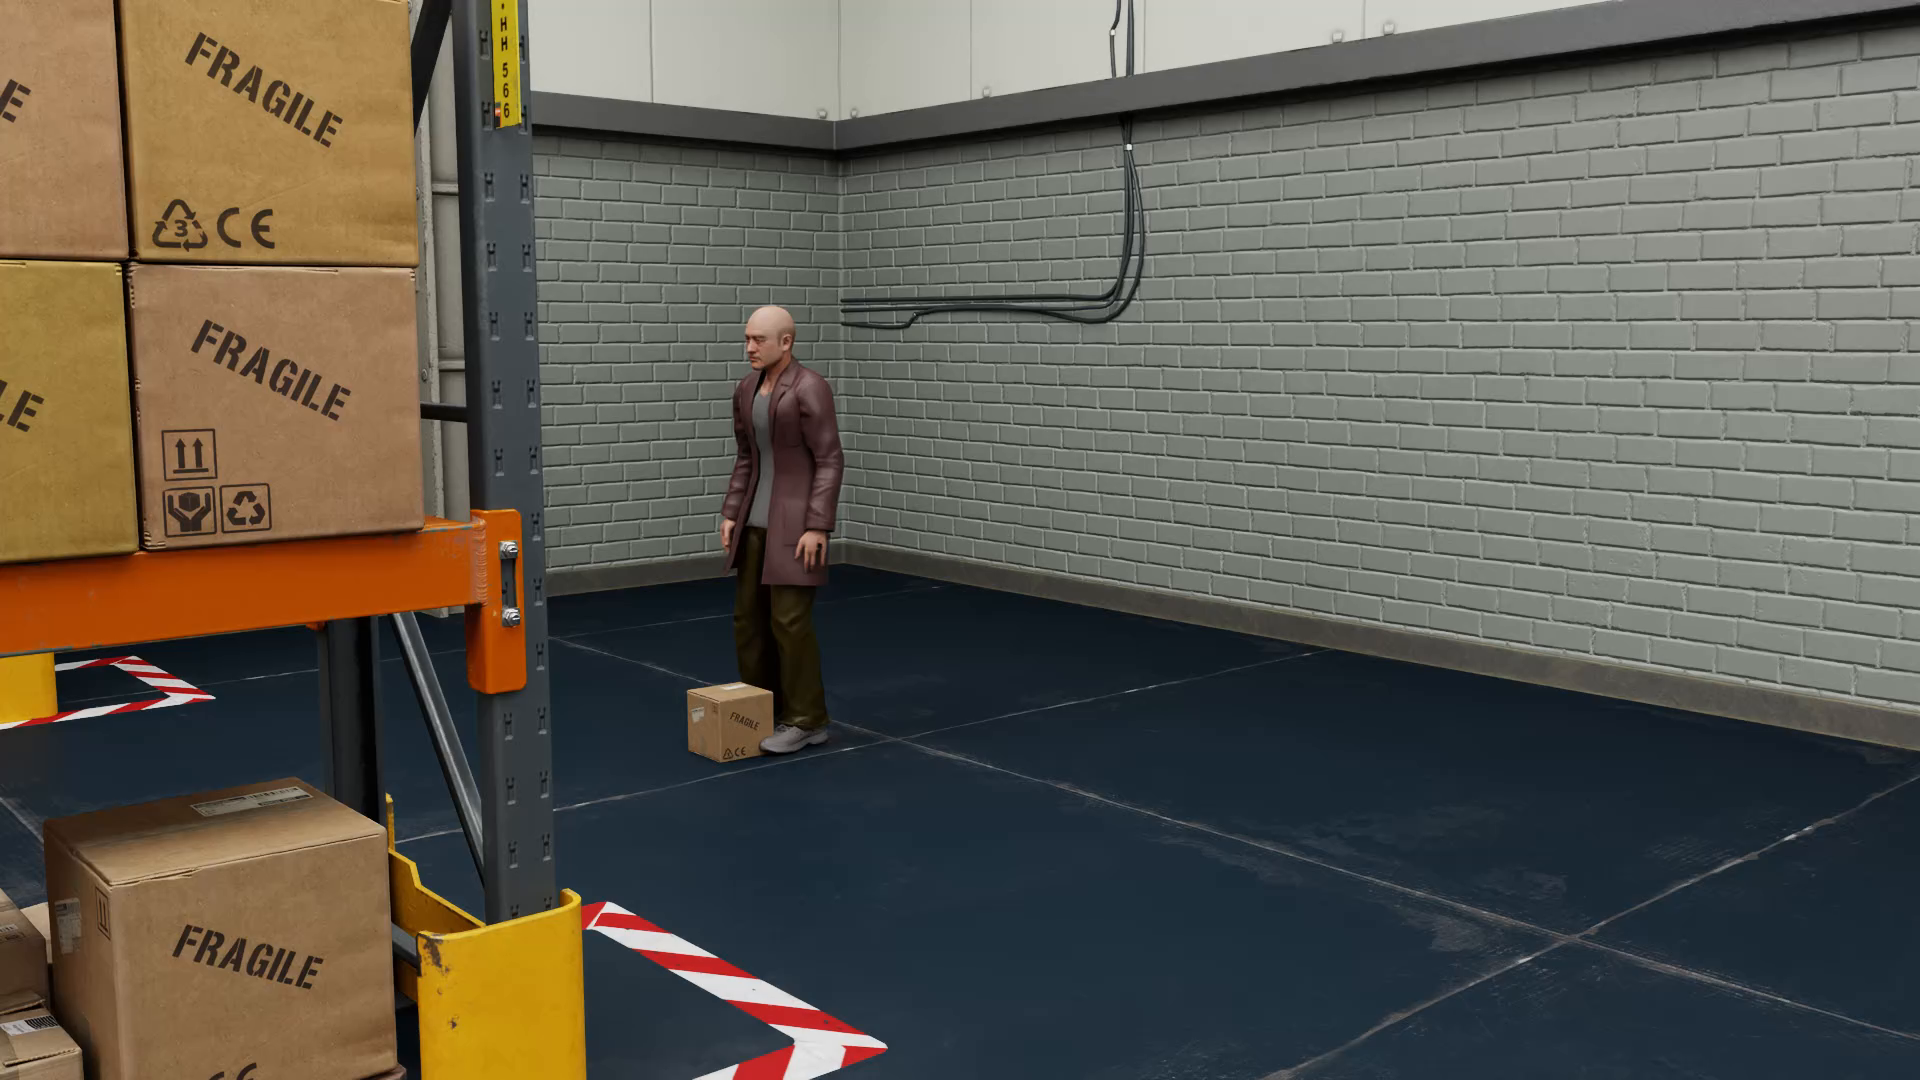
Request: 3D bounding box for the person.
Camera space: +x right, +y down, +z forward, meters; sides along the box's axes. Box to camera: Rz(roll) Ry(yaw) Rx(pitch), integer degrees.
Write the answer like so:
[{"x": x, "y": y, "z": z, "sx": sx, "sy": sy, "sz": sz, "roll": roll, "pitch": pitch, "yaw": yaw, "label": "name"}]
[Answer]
[{"x": -0.729, "y": -0.049, "z": 6.718, "sx": 0.420, "sy": 1.774, "sz": 0.654, "roll": -7, "pitch": 10, "yaw": -44, "label": "person"}]
